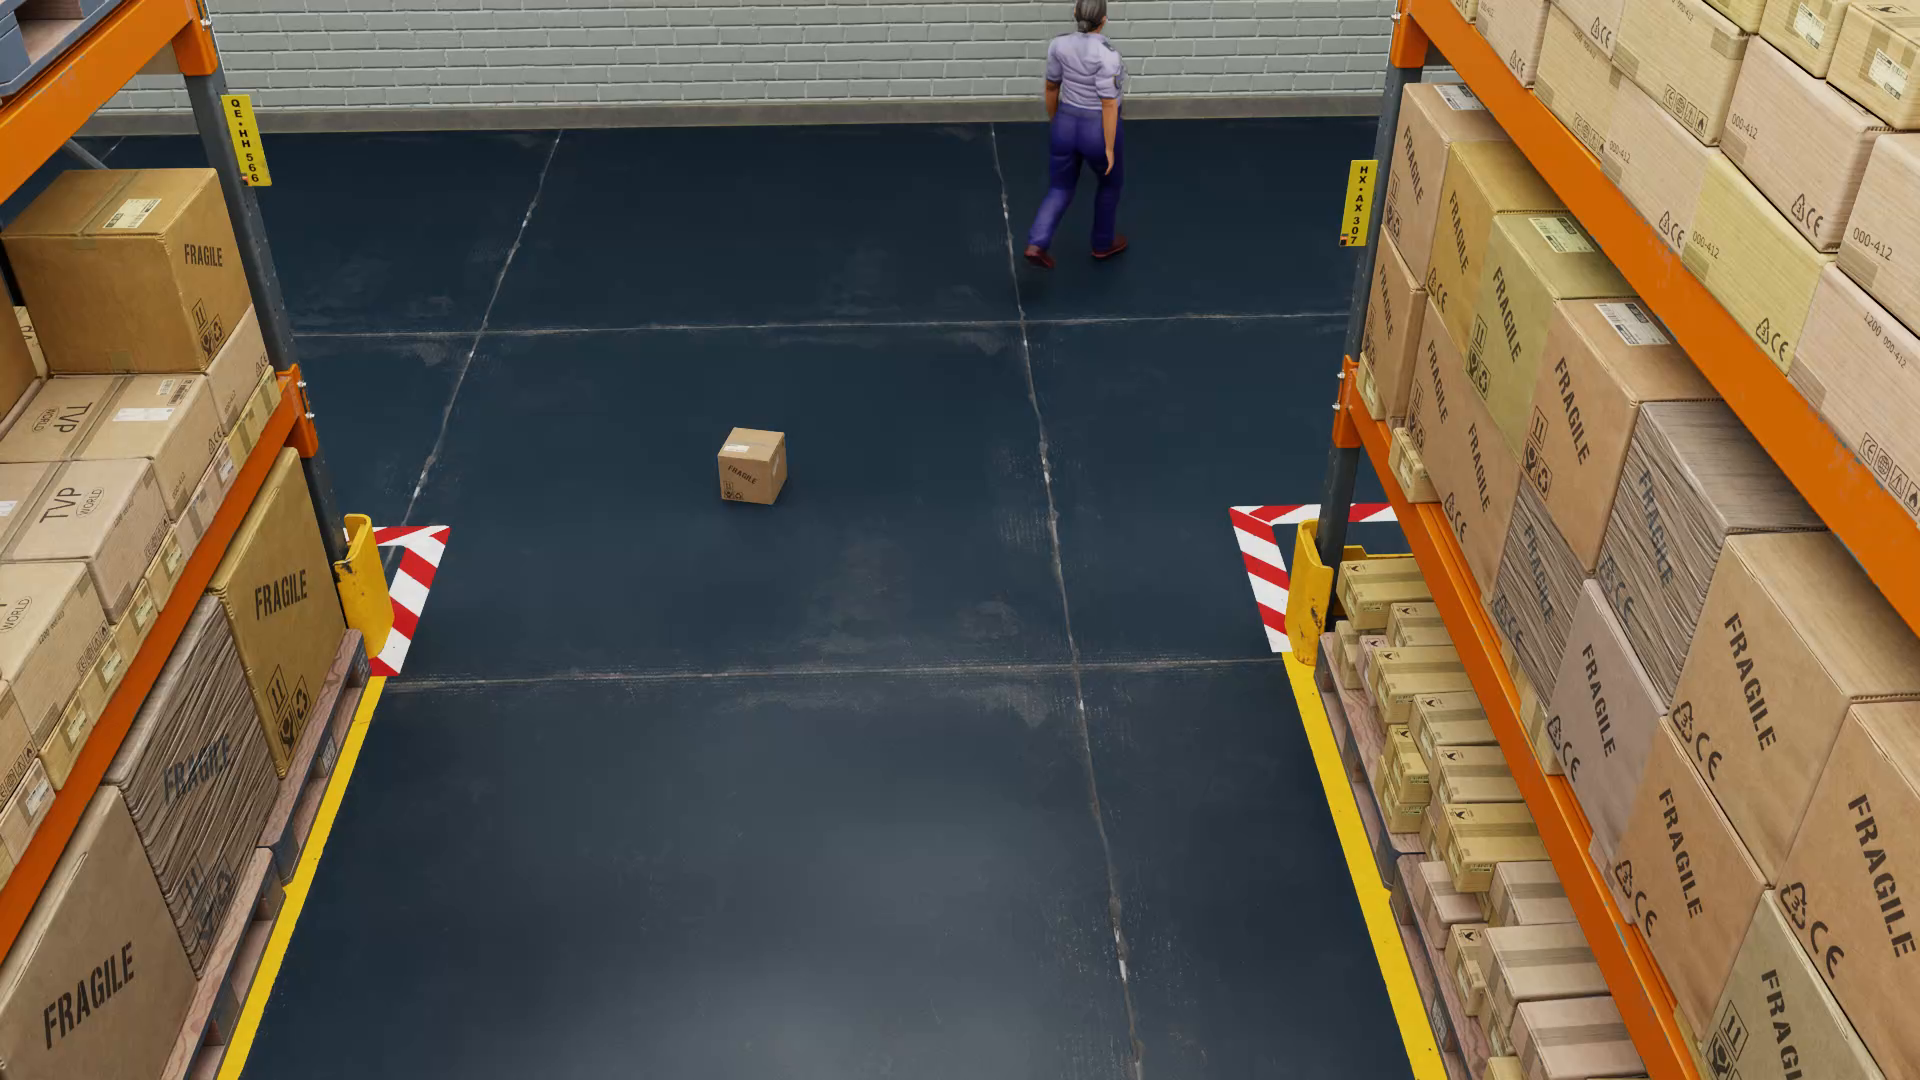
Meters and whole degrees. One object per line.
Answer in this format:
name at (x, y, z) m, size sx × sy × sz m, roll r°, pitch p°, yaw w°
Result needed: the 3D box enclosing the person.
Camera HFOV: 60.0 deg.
person at (0.684, -2.284, 9.353) m, size 0.485 × 1.608 × 0.848 m, roll 19°, pitch 40°, yaw 25°
